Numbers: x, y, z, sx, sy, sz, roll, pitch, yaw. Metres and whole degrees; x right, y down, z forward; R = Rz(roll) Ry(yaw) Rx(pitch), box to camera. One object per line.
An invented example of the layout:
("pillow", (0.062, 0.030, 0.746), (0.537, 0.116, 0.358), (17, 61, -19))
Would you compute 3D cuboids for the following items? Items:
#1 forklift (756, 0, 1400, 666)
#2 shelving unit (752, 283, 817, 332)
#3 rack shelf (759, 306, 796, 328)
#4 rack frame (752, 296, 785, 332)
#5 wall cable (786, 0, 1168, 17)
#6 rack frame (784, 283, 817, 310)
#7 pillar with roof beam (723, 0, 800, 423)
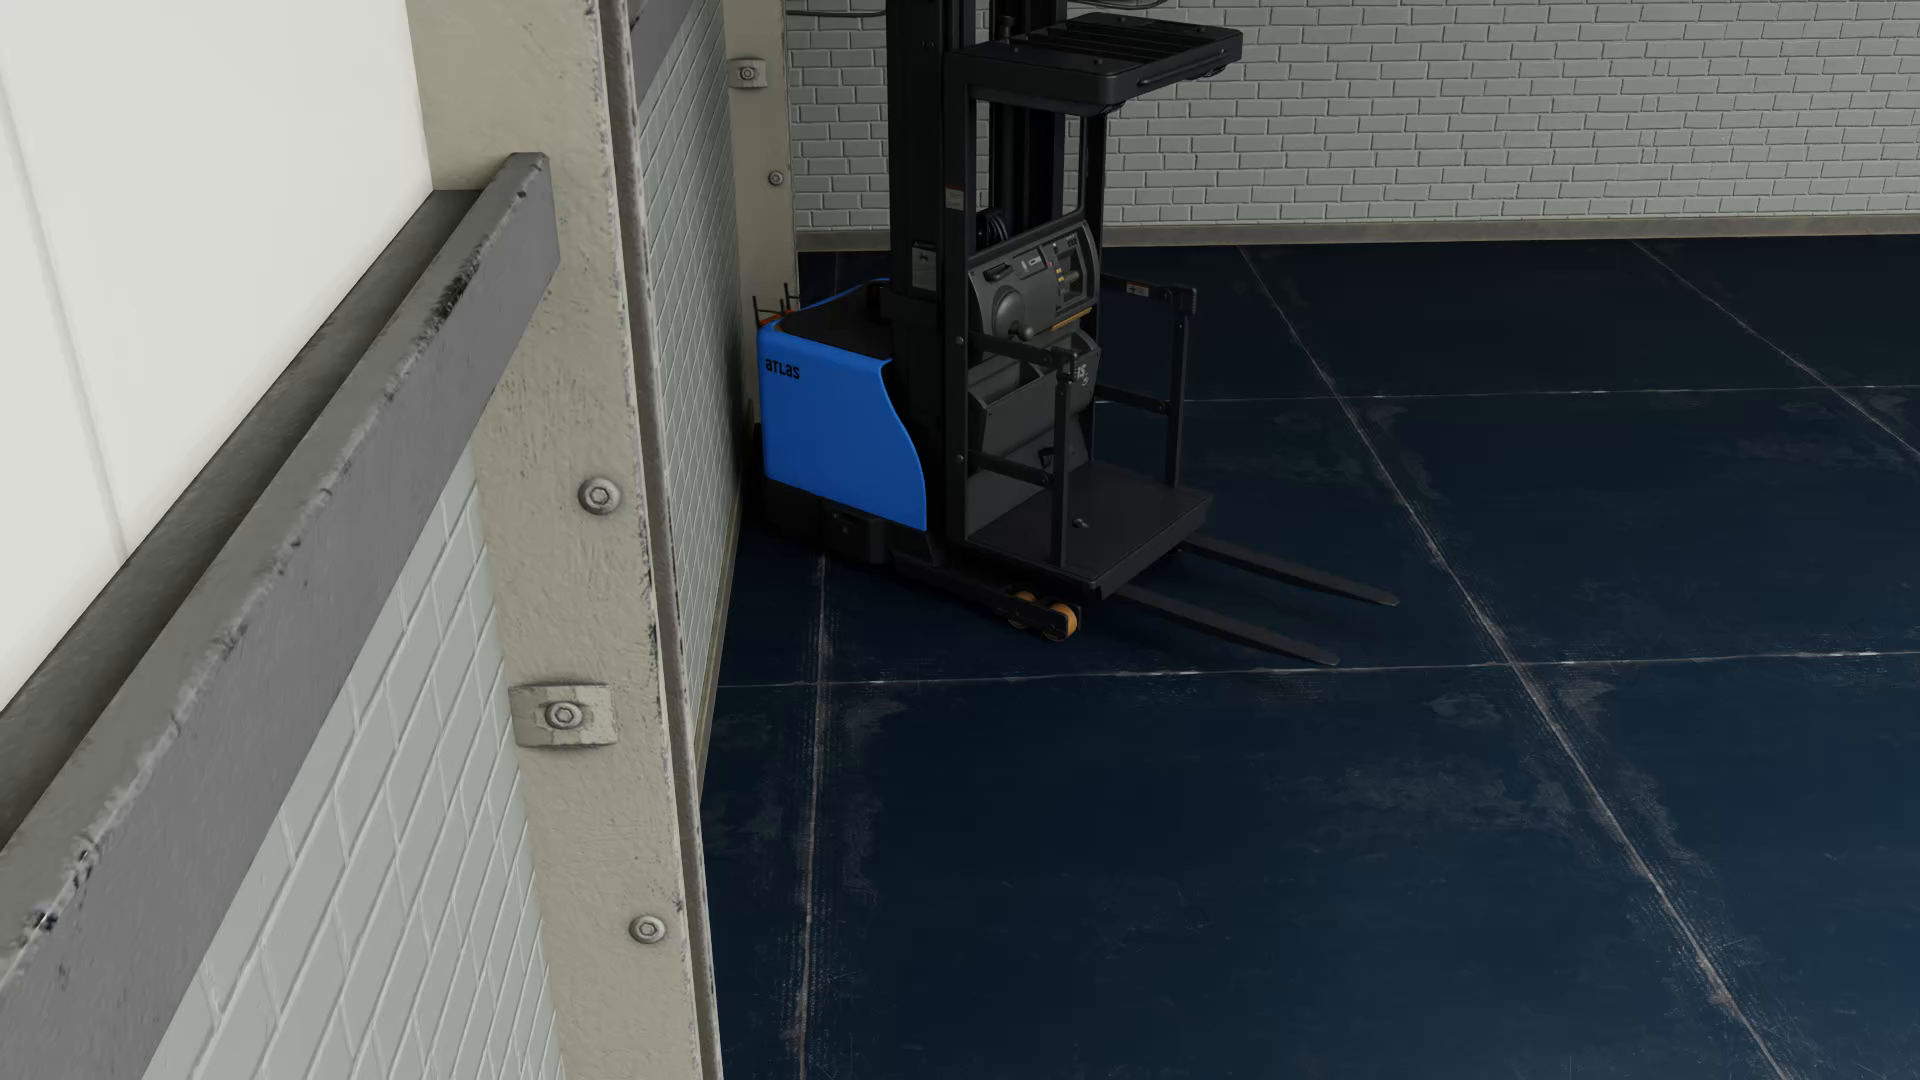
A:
("forklift", (0.505, -1.128, 7.244), (3.031, 2.935, 1.130), (19, 33, 32))
("shelving unit", (-0.843, -0.776, 8.582), (0.215, 1.050, 0.252), (12, 29, 34))
("rack shelf", (-0.867, -1.025, 8.471), (0.215, 0.259, 0.240), (12, 29, 34))
("rack frame", (-0.913, -0.730, 8.493), (0.200, 1.050, 0.008), (12, 29, 34))
("wall cable", (0.095, -4.772, 11.026), (3.097, 2.526, 0.112), (-1, 28, -3))
("rack frame", (-0.773, -0.822, 8.671), (0.200, 1.050, 0.008), (12, 29, 34))
("pillar with roof beam", (3.227, -4.860, 7.838), (9.100, 9.000, 0.400), (-1, 28, -3))
